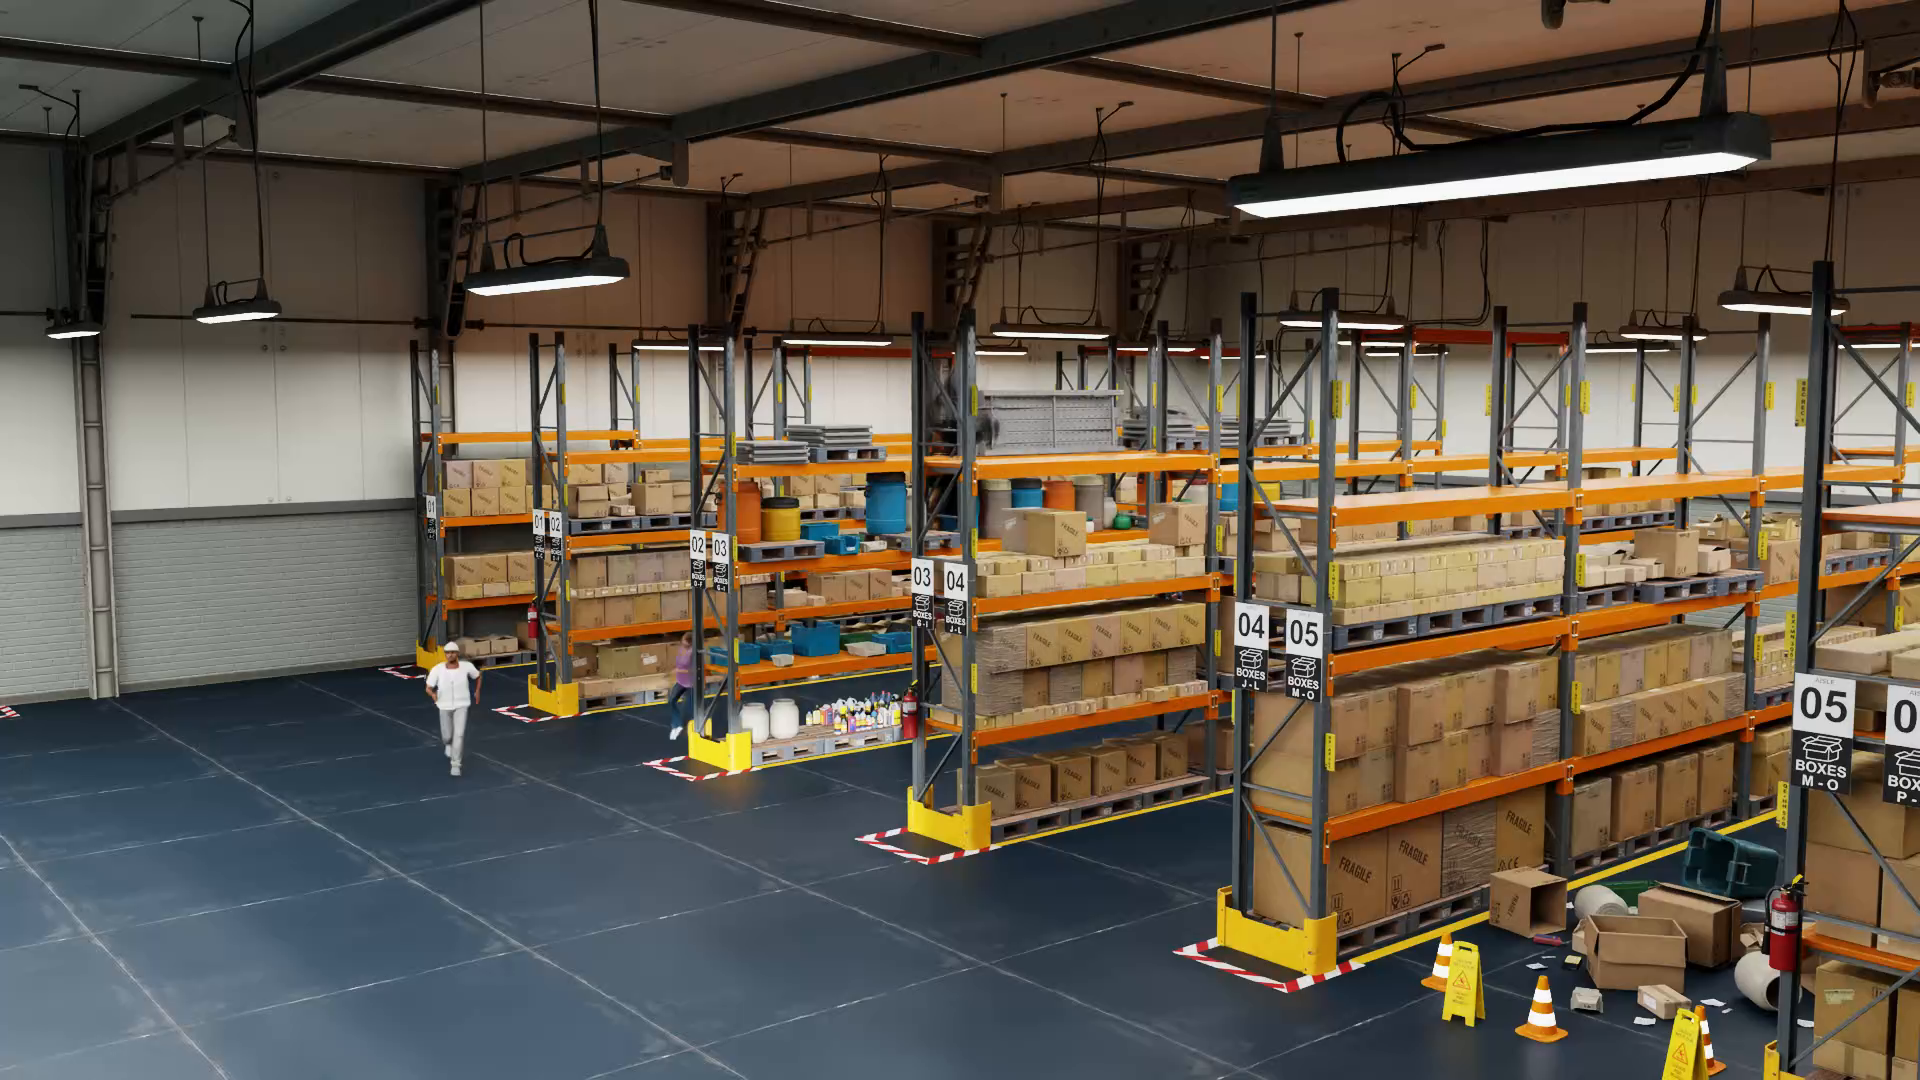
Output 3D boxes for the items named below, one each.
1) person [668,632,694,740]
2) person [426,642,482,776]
[{"bbox_3d":[-3.963,2.134,24.327,0.521,1.617,0.692,4,7,38],"label":"person"},{"bbox_3d":[-6.776,2.233,22.277,0.714,1.735,0.993,-1,5,-14],"label":"person"}]
